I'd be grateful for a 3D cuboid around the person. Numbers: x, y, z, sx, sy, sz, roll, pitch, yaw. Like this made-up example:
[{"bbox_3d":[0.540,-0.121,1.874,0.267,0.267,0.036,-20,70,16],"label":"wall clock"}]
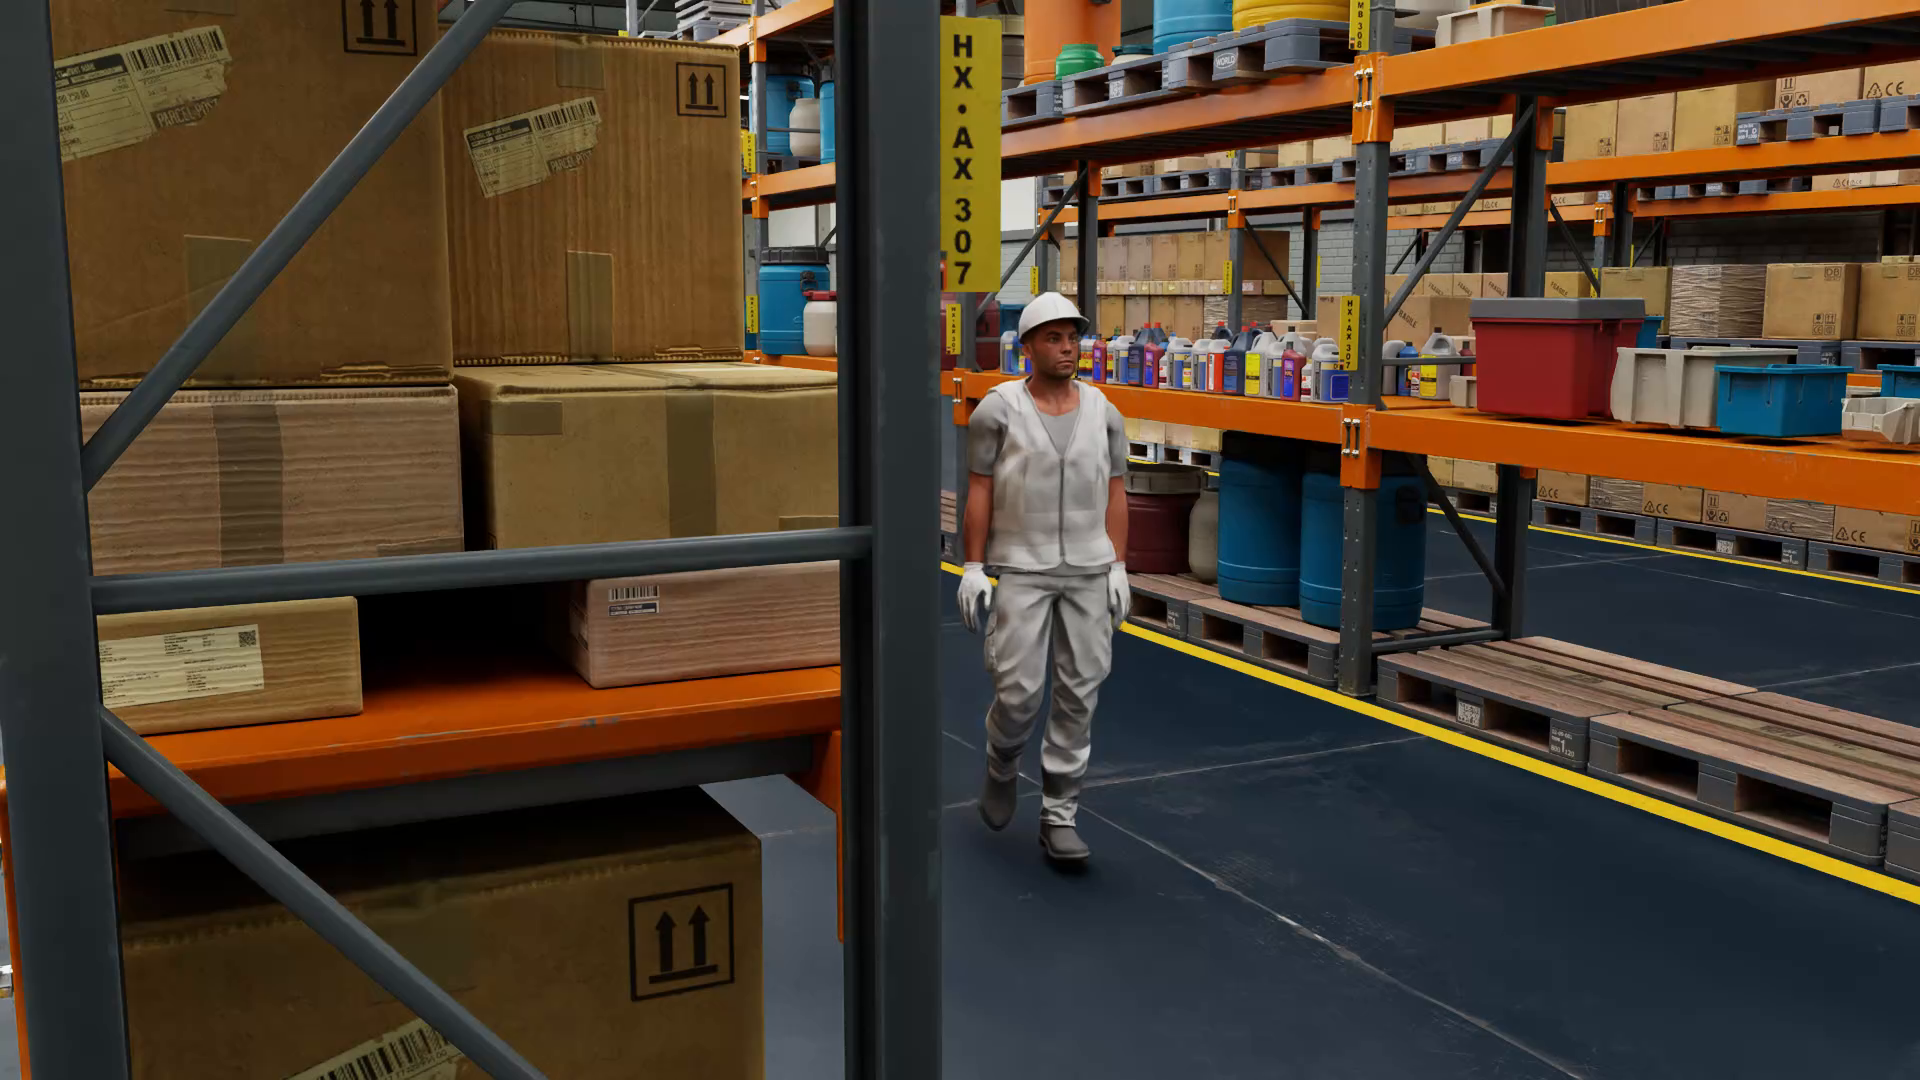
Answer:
[{"bbox_3d":[0.269,0.111,5.286,0.568,1.780,0.505,-2,9,-14],"label":"person"}]
